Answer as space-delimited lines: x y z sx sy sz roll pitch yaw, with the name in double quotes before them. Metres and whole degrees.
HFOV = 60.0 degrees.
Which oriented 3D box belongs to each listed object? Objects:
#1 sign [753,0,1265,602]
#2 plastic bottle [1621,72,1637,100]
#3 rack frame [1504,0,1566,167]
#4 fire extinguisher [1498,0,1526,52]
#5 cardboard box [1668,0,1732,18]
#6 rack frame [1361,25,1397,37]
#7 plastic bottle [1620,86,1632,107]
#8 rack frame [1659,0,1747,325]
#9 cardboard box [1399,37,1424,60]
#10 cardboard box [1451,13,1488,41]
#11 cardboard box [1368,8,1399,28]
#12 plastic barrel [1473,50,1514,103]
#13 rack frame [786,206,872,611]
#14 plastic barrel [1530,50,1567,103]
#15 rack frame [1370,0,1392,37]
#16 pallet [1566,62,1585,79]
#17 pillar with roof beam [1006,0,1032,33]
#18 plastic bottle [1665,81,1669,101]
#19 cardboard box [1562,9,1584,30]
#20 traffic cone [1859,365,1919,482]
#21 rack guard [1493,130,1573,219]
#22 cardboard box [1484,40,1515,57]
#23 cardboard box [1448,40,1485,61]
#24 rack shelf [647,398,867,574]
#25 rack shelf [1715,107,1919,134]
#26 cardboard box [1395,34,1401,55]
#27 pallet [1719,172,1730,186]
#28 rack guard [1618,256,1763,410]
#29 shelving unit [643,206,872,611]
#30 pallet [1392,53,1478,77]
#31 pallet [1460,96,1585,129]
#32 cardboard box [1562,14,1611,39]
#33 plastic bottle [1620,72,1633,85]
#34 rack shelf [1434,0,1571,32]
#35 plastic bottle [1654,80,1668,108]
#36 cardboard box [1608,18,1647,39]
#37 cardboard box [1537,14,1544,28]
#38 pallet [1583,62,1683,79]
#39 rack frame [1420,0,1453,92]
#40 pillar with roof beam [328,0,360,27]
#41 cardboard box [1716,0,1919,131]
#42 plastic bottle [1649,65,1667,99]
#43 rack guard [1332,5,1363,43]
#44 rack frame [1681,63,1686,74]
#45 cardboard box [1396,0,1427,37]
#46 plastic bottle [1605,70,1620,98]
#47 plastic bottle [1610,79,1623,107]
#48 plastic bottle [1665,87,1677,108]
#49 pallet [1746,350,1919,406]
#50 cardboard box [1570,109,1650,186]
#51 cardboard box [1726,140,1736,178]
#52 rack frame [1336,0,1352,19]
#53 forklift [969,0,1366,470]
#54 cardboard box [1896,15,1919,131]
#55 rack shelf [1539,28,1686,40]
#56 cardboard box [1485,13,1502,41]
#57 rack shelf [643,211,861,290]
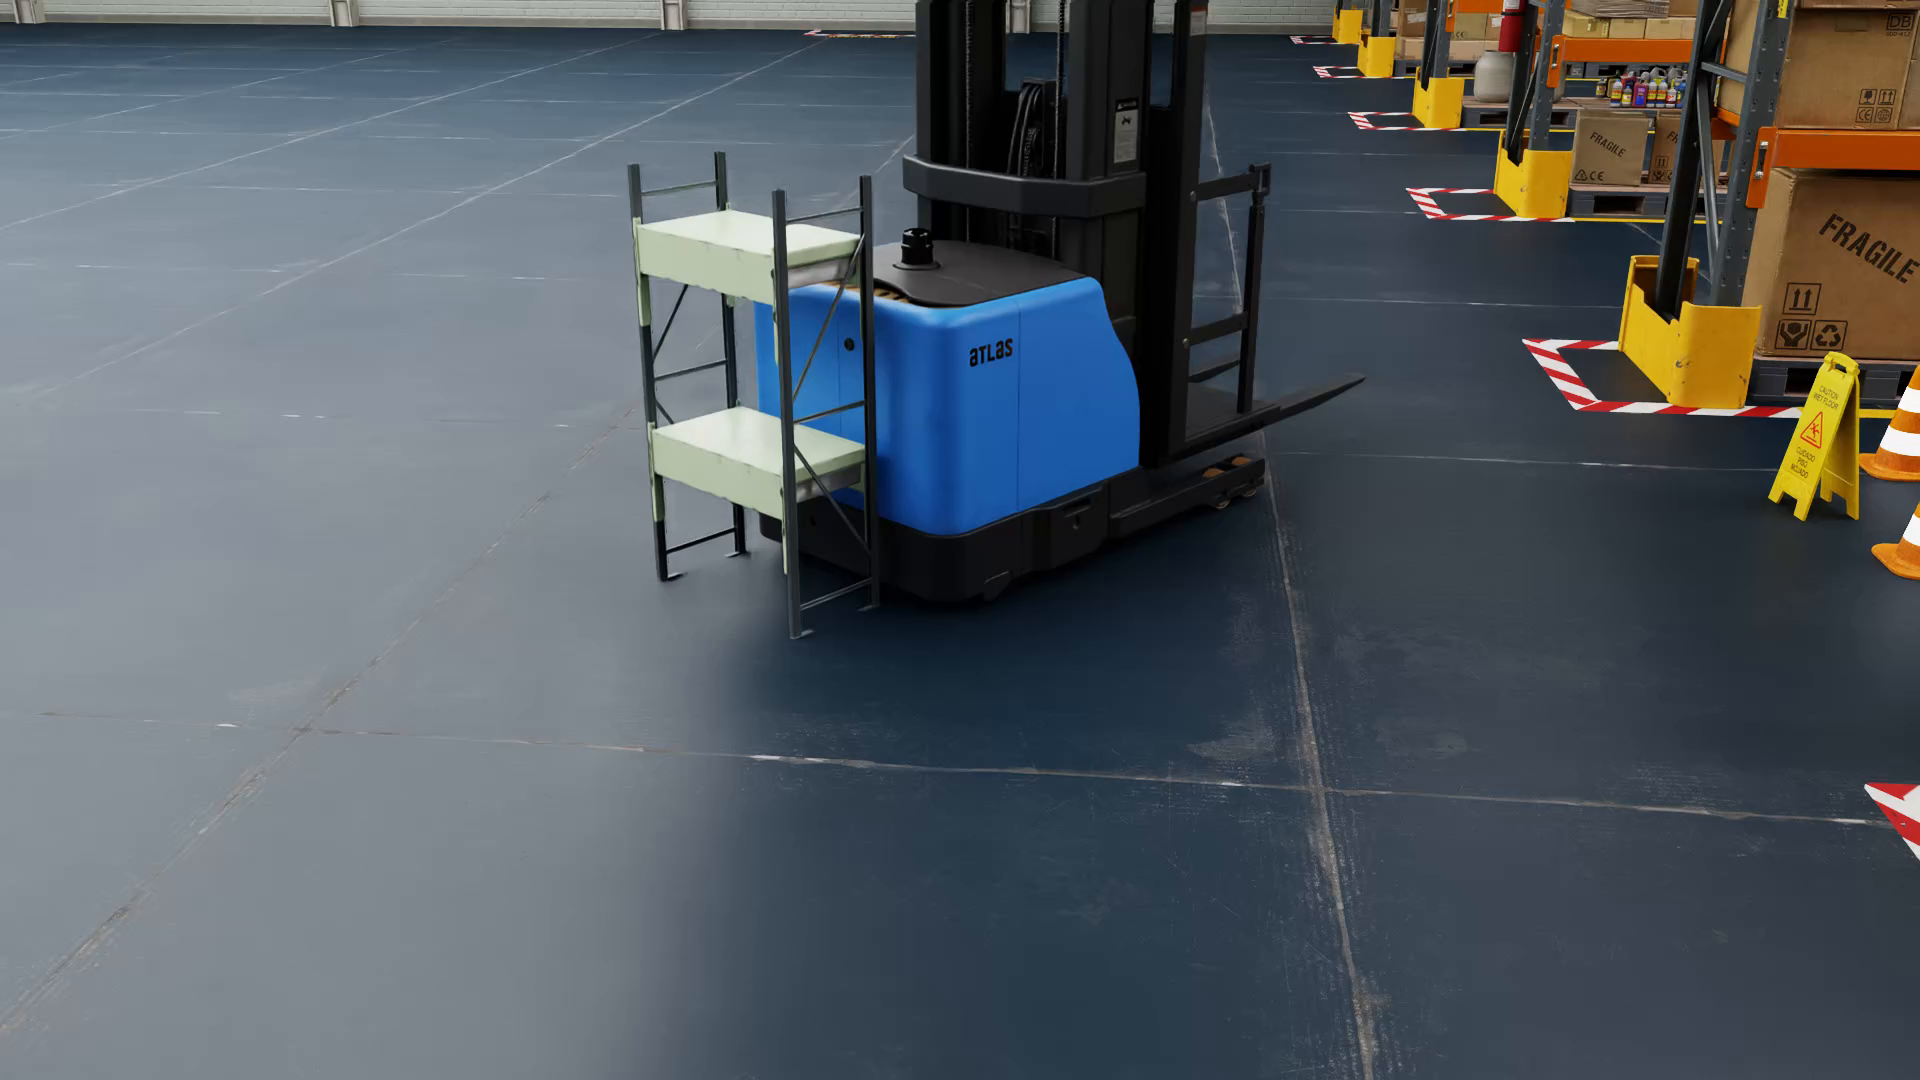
"sign" 0.219 -1.399 6.135 2.025 2.768 2.177 2 22 6
"plastic bottle" 7.105 -4.820 17.647 0.133 0.283 0.061 2 22 6
"rack frame" 4.411 -4.049 12.602 0.127 3.000 1.000 2 22 6
"fire extinguisher" 4.352 -4.186 13.054 0.183 0.674 0.296 2 22 6
"cardboard box" 5.465 -4.222 12.499 0.500 0.500 0.875 2 22 6
"rack frame" 7.038 -8.126 26.708 1.213 0.211 1.003 2 22 6
"plastic bottle" 6.861 -4.564 17.112 0.097 0.201 0.097 0 22 0
"rack frame" 3.728 -2.244 8.035 0.053 2.616 0.949 2 22 6
"cardboard box" 6.087 -6.478 21.914 0.500 0.250 0.500 2 22 6
"cardboard box" 9.523 -6.671 21.382 6.424 0.500 0.536 2 22 6
"cardboard box" 6.837 -8.366 26.580 0.500 0.311 0.500 0 22 0
"plastic barrel" 5.657 -4.895 17.555 0.421 0.512 0.421 0 22 0
"rack frame" -0.428 -0.414 5.446 0.010 1.308 0.380 19 29 40
"plastic barrel" 6.155 -4.874 17.500 0.421 0.512 0.421 0 22 0
"rack frame" 5.581 -7.666 21.750 0.127 3.000 1.000 2 22 6
"pallet" 7.553 -6.298 22.082 1.213 0.211 1.003 2 22 6
"pillar with roof beam" 0.492 -11.238 22.625 0.400 9.000 9.100 2 22 6
"plastic bottle" 7.449 -4.763 17.615 0.097 0.201 0.097 0 22 0
"cardboard box" 4.719 -3.995 12.807 0.250 0.149 0.380 2 22 6
"traffic cone" 4.088 -0.521 7.129 0.334 0.463 0.336 2 22 6
"rack guard" 4.487 -2.883 13.053 0.348 0.500 1.175 2 22 6
"cardboard box" 7.081 -6.436 21.808 0.500 0.250 0.500 2 22 6
"cardboard box" 6.584 -6.458 21.863 0.500 0.250 0.500 2 22 6
"rack shelf" -0.693 -0.203 5.801 0.720 0.370 0.431 19 29 40
"rack shelf" 5.713 -1.946 7.897 3.809 0.052 0.919 2 22 6
"cardboard box" 6.148 -6.667 22.392 0.500 0.250 0.500 2 22 6
"pallet" 6.498 -2.647 12.849 1.213 0.211 1.003 2 22 6
"rack guard" 3.703 -1.081 8.495 0.348 0.500 1.175 2 22 6
"shelving unit" -0.689 -0.505 5.678 0.731 1.308 0.431 19 29 40
"pallet" 6.345 -6.351 22.218 1.213 0.211 1.003 2 22 6
"pallet" 5.881 -4.537 17.630 1.213 0.211 1.003 2 22 6
"cardboard box" 4.666 -3.833 12.397 0.250 0.149 0.380 2 22 6
"plastic bottle" 7.117 -4.855 17.747 0.135 0.276 0.152 3 22 7
"rack shelf" 6.980 -5.436 17.089 4.000 0.370 1.077 2 22 6
"plastic bottle" 7.198 -4.582 17.062 0.097 0.271 0.097 0 22 0
"cardboard box" 4.912 -3.815 12.352 0.250 0.149 0.380 2 22 6
"cardboard box" 7.577 -6.761 21.610 0.500 0.500 0.500 2 22 6
"pallet" 8.768 -6.246 21.951 1.213 0.211 1.003 2 22 6
"rack frame" 4.994 -5.857 17.176 0.127 3.000 1.000 2 22 6
"pillar with roof beam" -11.424 -11.757 23.939 0.400 9.000 9.100 2 22 6
"cardboard box" 4.101 -2.313 8.006 0.550 0.550 0.875 2 22 6
"plastic bottle" 7.419 -4.878 17.703 0.185 0.351 0.144 3 22 9
"rack guard" 6.236 -8.309 26.776 0.348 0.500 1.175 2 22 6
"rack frame" 9.553 -7.493 21.312 0.127 3.000 1.000 2 22 6
"cardboard box" 6.148 -7.017 22.256 0.500 0.500 0.500 2 22 6
"plastic bottle" 6.988 -4.881 17.802 0.133 0.283 0.061 3 22 8
"plastic bottle" 6.758 -4.601 17.110 0.097 0.271 0.097 0 22 0
"plastic bottle" 7.296 -4.545 17.064 0.097 0.201 0.097 0 22 0
"pallet" 4.531 -0.940 8.530 1.213 0.211 1.003 2 22 6
"cardboard box" 5.029 -3.049 12.900 0.500 0.500 0.500 7 23 16
"cardboard box" 6.247 -3.001 12.781 0.500 0.500 0.500 5 22 11
"rack frame" 5.579 -8.976 21.245 0.127 5.808 10.885 2 22 6
"forklift" 0.620 -1.601 6.504 1.121 2.935 3.031 19 29 40
"cardboard box" 4.650 -2.297 7.966 0.550 0.550 0.875 2 22 6
"rack shelf" 6.397 -3.752 12.466 3.809 0.052 0.919 2 22 6
"cardboard box" 7.082 -6.789 21.680 0.500 0.500 0.500 2 22 6
"rack shelf" -0.693 -0.960 5.502 0.686 0.124 0.368 19 29 40
